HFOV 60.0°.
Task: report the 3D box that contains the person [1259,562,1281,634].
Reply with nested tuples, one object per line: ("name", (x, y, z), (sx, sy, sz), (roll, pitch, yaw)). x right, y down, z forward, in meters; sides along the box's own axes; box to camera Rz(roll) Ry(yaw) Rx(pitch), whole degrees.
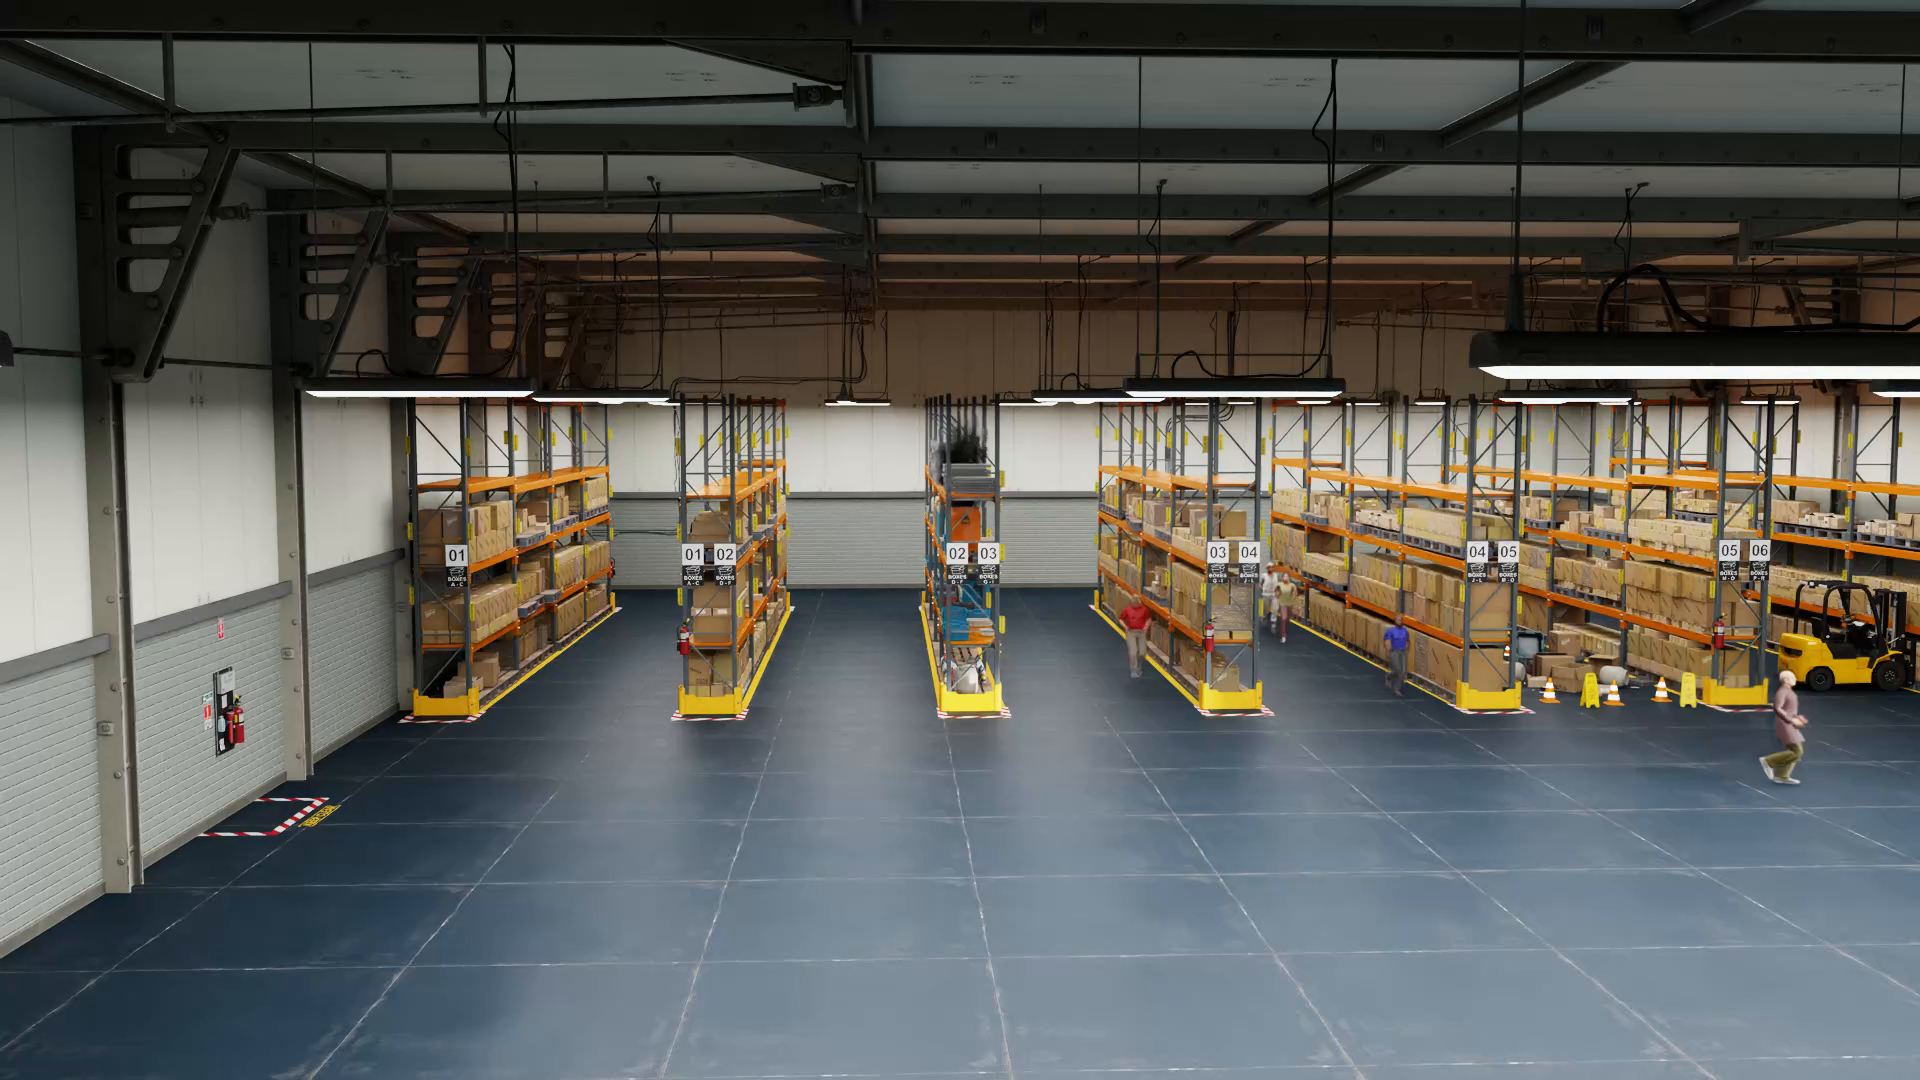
("person", (7.934, 1.462, 42.557), (0.668, 1.790, 0.997), (0, 5, -2))

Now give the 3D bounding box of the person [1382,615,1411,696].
("person", (8.749, 2.303, 33.189), (0.574, 1.612, 0.558), (-1, 5, -12))

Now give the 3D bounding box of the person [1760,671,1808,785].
("person", (12.563, 2.852, 25.339), (0.632, 1.730, 0.694), (2, 5, 28))

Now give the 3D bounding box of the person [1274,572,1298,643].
("person", (8.056, 1.638, 41.077), (0.572, 1.702, 0.840), (0, 5, 0))

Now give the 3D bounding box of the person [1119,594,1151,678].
("person", (3.560, 1.941, 33.686), (0.661, 1.710, 0.577), (0, 5, -2))
